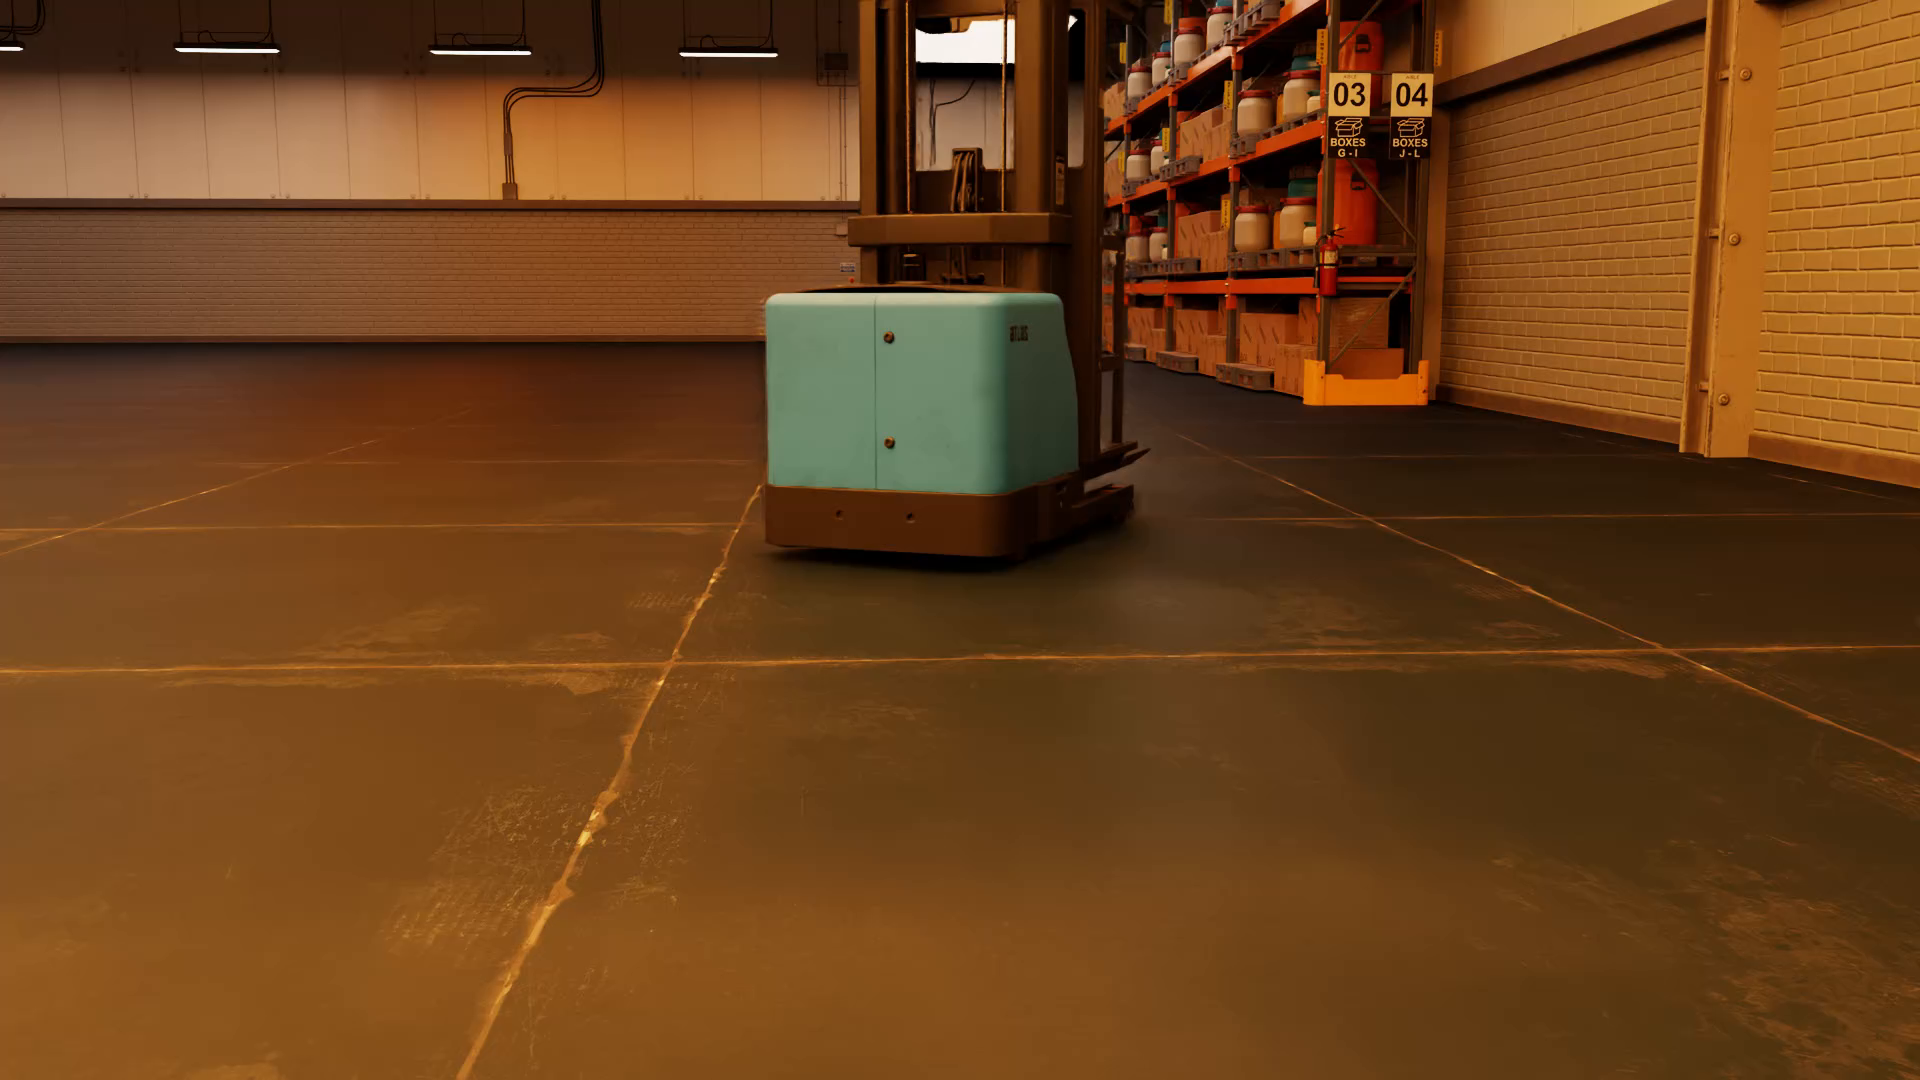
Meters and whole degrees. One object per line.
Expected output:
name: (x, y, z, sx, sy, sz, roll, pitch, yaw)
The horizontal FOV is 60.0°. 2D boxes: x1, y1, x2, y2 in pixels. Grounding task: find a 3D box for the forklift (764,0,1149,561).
forklift: (0.197, -1.544, 7.726, 1.130, 2.935, 3.031, 3, 9, 20)
